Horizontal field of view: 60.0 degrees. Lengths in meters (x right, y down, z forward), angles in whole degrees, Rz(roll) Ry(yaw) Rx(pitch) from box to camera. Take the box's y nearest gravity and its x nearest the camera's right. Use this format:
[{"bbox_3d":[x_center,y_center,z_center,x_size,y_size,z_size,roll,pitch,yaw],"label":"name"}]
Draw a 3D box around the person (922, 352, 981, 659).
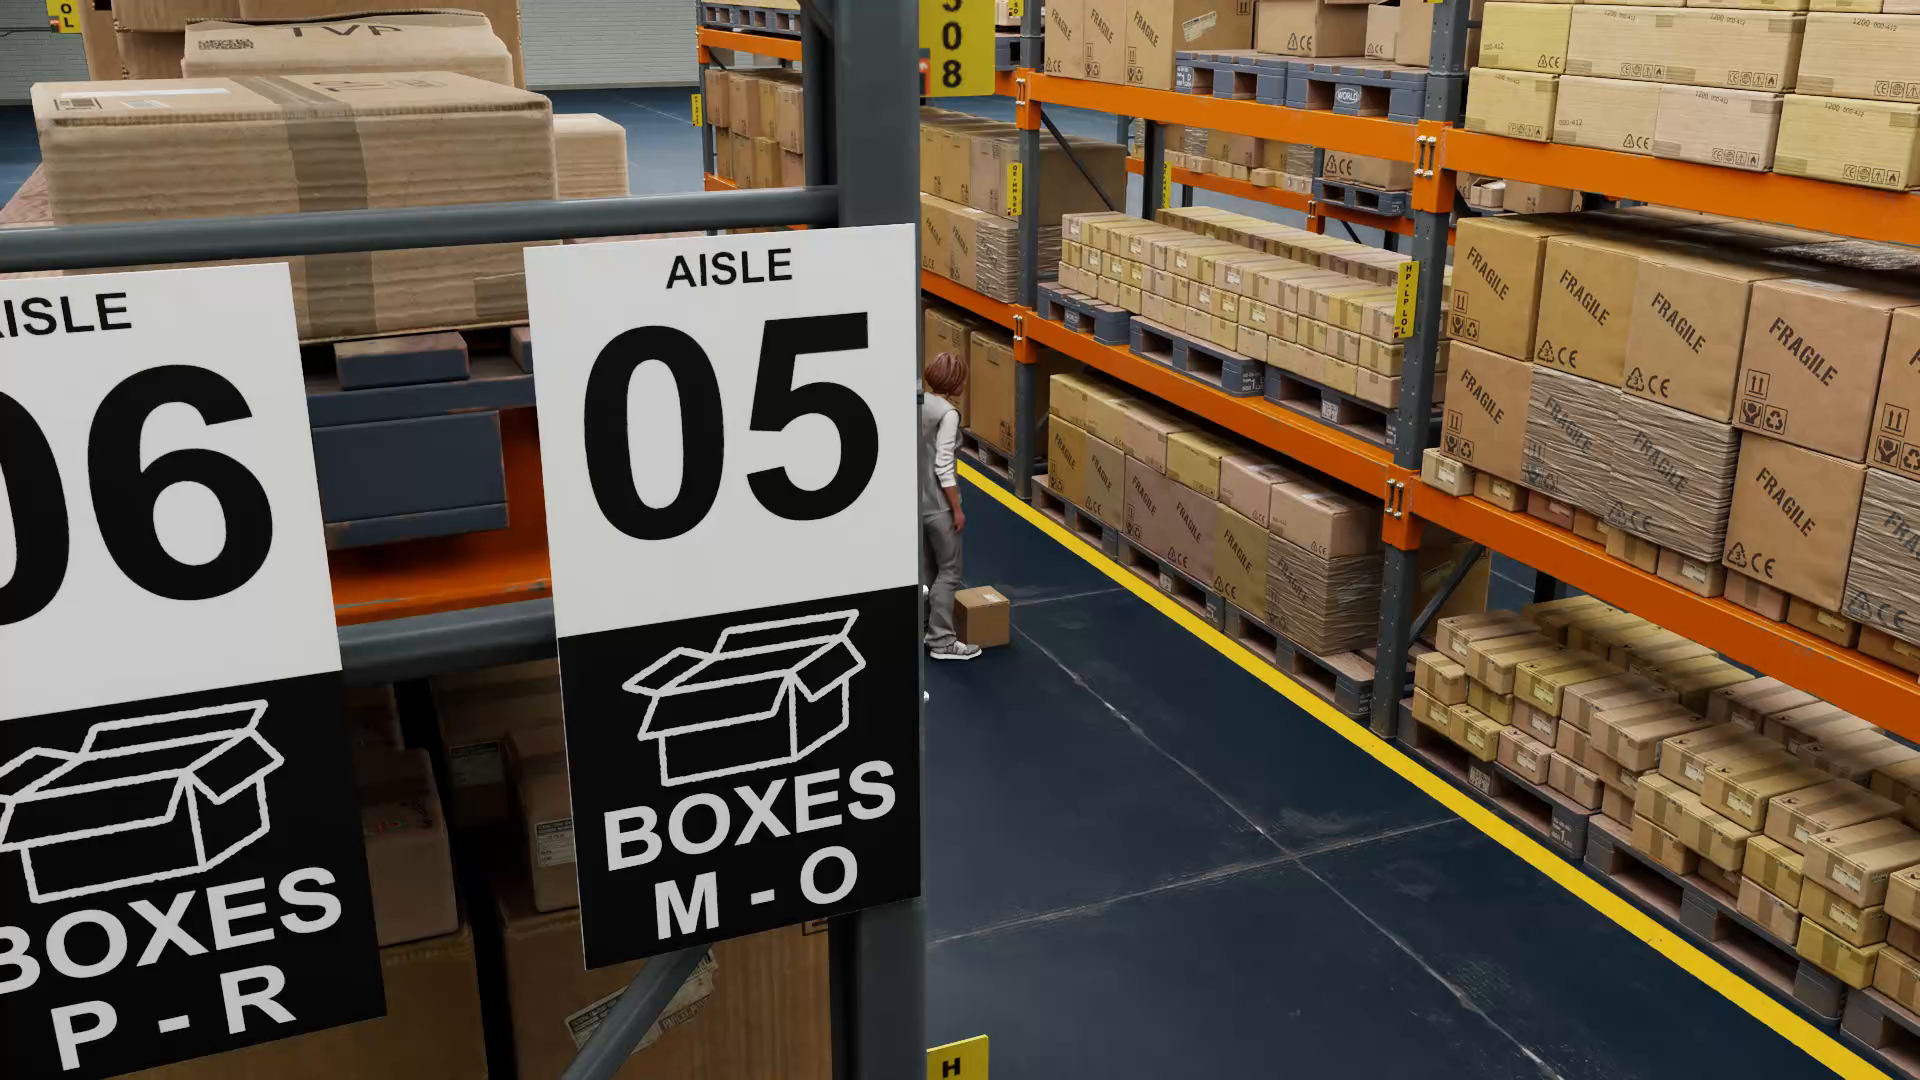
[{"bbox_3d":[-0.118,-0.180,8.602,0.344,1.592,0.460,-8,21,-22],"label":"person"}]
